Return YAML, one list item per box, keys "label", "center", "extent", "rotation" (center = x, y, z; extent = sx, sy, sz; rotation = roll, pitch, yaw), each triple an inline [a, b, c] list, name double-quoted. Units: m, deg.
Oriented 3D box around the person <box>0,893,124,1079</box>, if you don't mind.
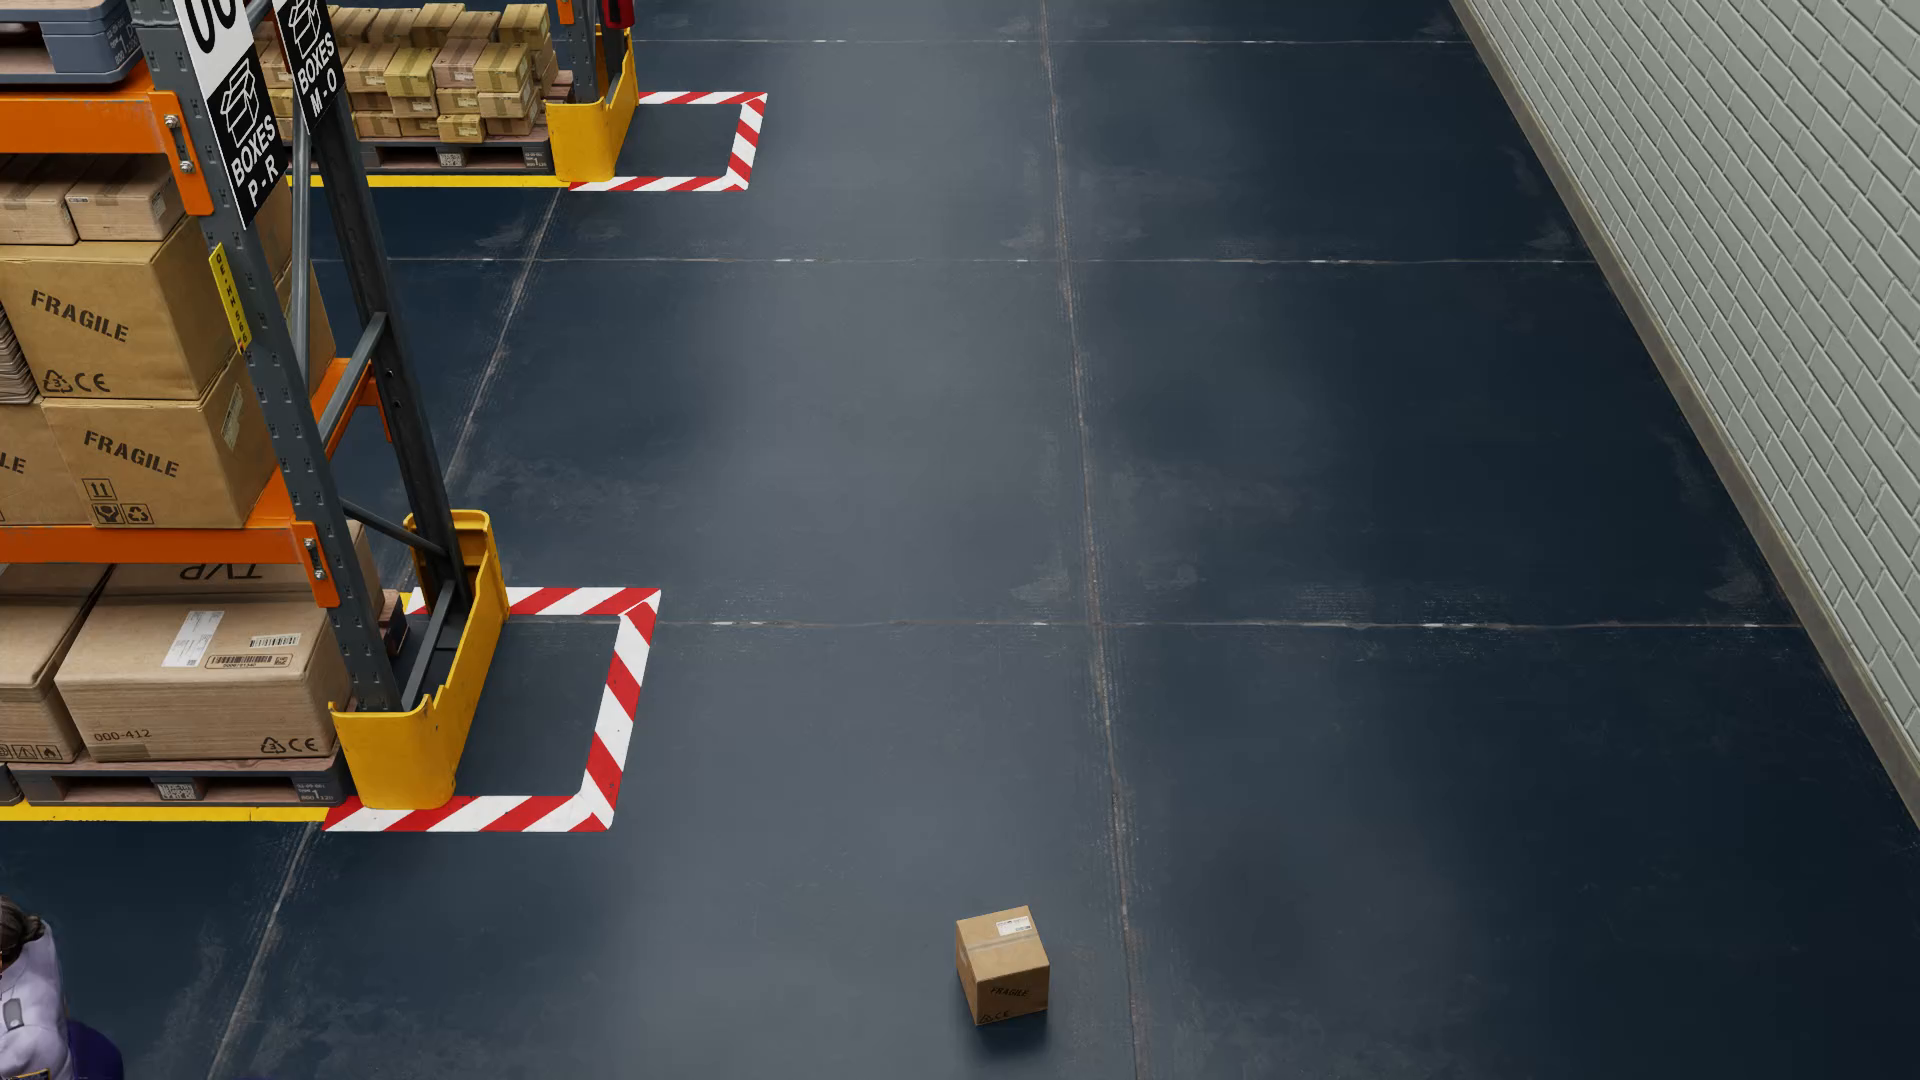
- label: "person"
  center: [-2.337, 1.478, 4.365]
  extent: [0.529, 1.633, 0.485]
  rotation: [-16, 42, -18]
